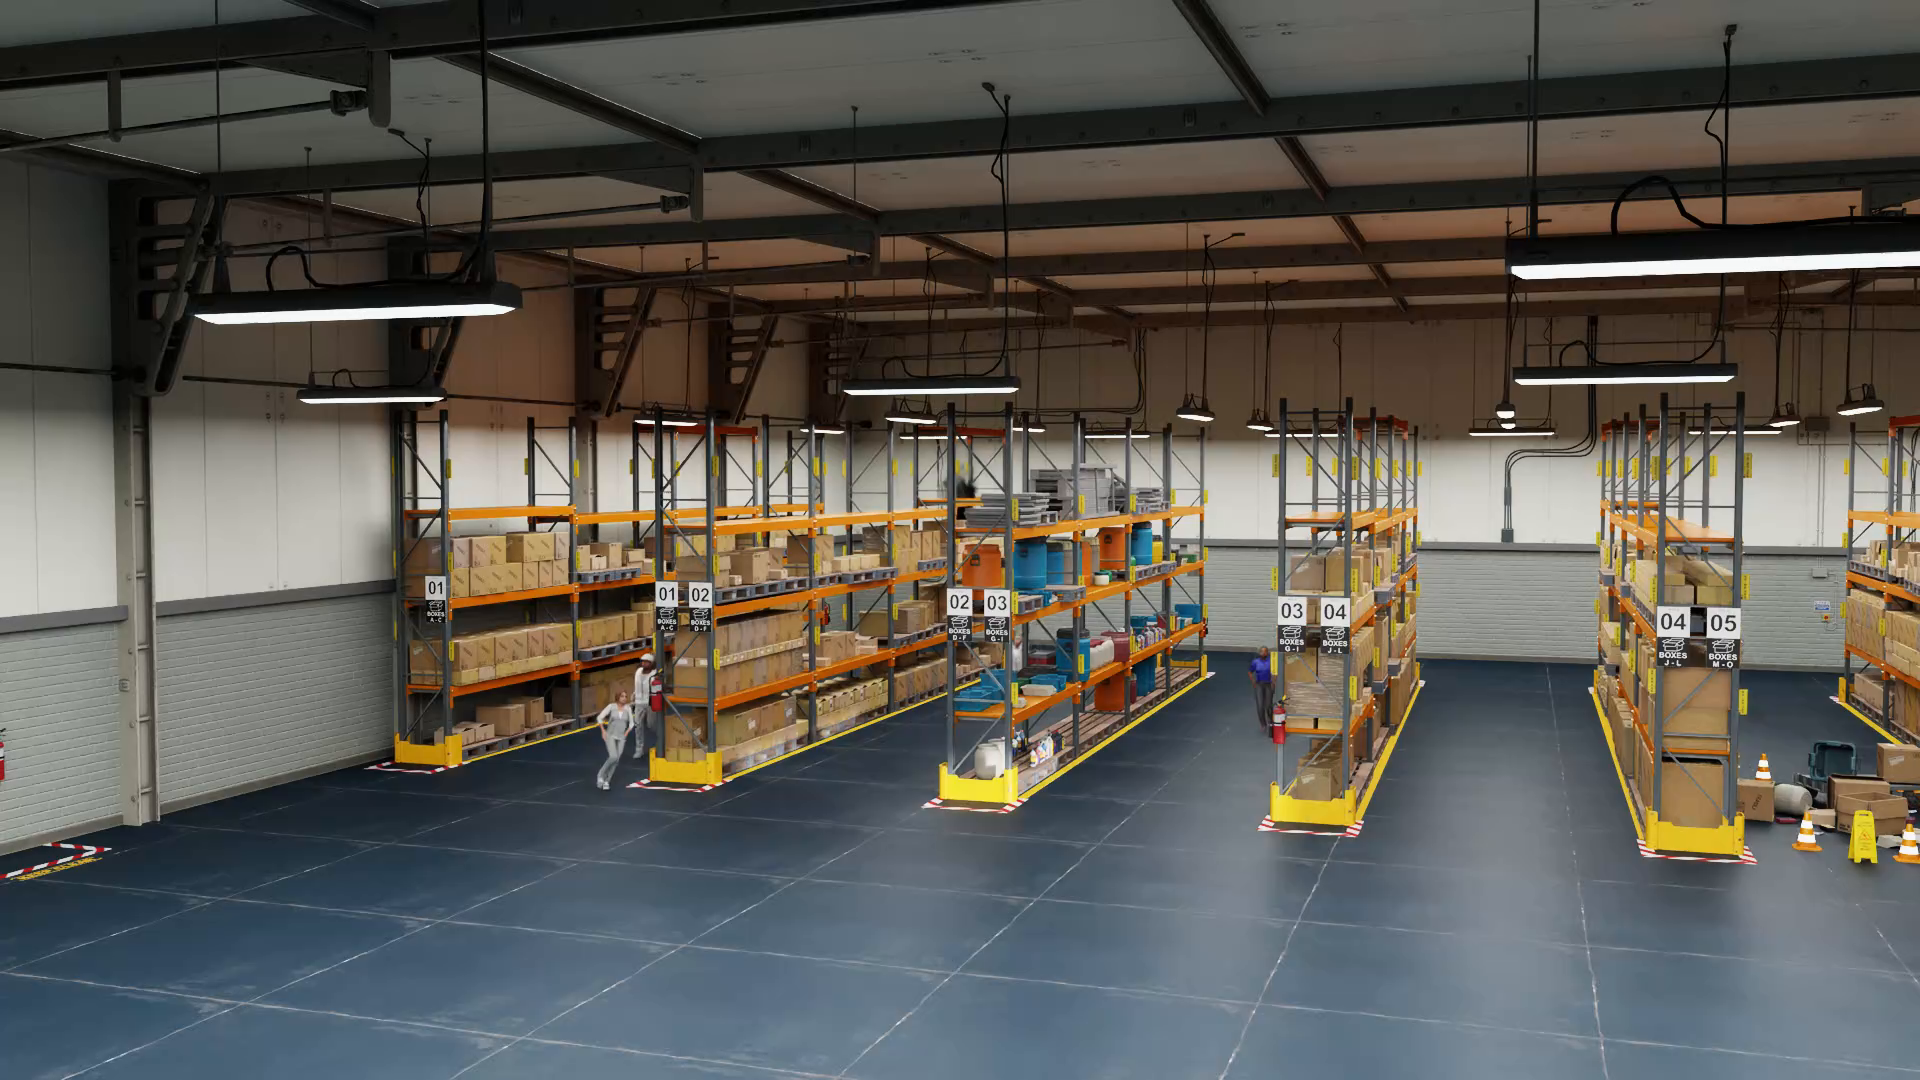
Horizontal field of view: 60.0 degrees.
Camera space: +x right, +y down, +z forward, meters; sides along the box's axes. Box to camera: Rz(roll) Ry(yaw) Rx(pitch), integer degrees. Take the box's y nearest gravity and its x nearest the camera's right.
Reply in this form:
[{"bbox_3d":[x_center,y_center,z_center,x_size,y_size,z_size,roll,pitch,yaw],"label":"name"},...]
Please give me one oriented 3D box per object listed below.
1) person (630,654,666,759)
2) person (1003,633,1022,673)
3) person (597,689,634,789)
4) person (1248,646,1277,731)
[{"bbox_3d":[-5.450,2.869,29.004,0.683,1.787,0.962,1,3,16],"label":"person"},{"bbox_3d":[1.178,2.726,34.106,0.618,1.663,0.631,1,3,13],"label":"person"},{"bbox_3d":[-5.353,3.109,25.914,0.582,1.543,0.529,-2,3,-32],"label":"person"},{"bbox_3d":[5.802,2.837,31.856,0.582,1.614,0.557,1,3,14],"label":"person"}]
